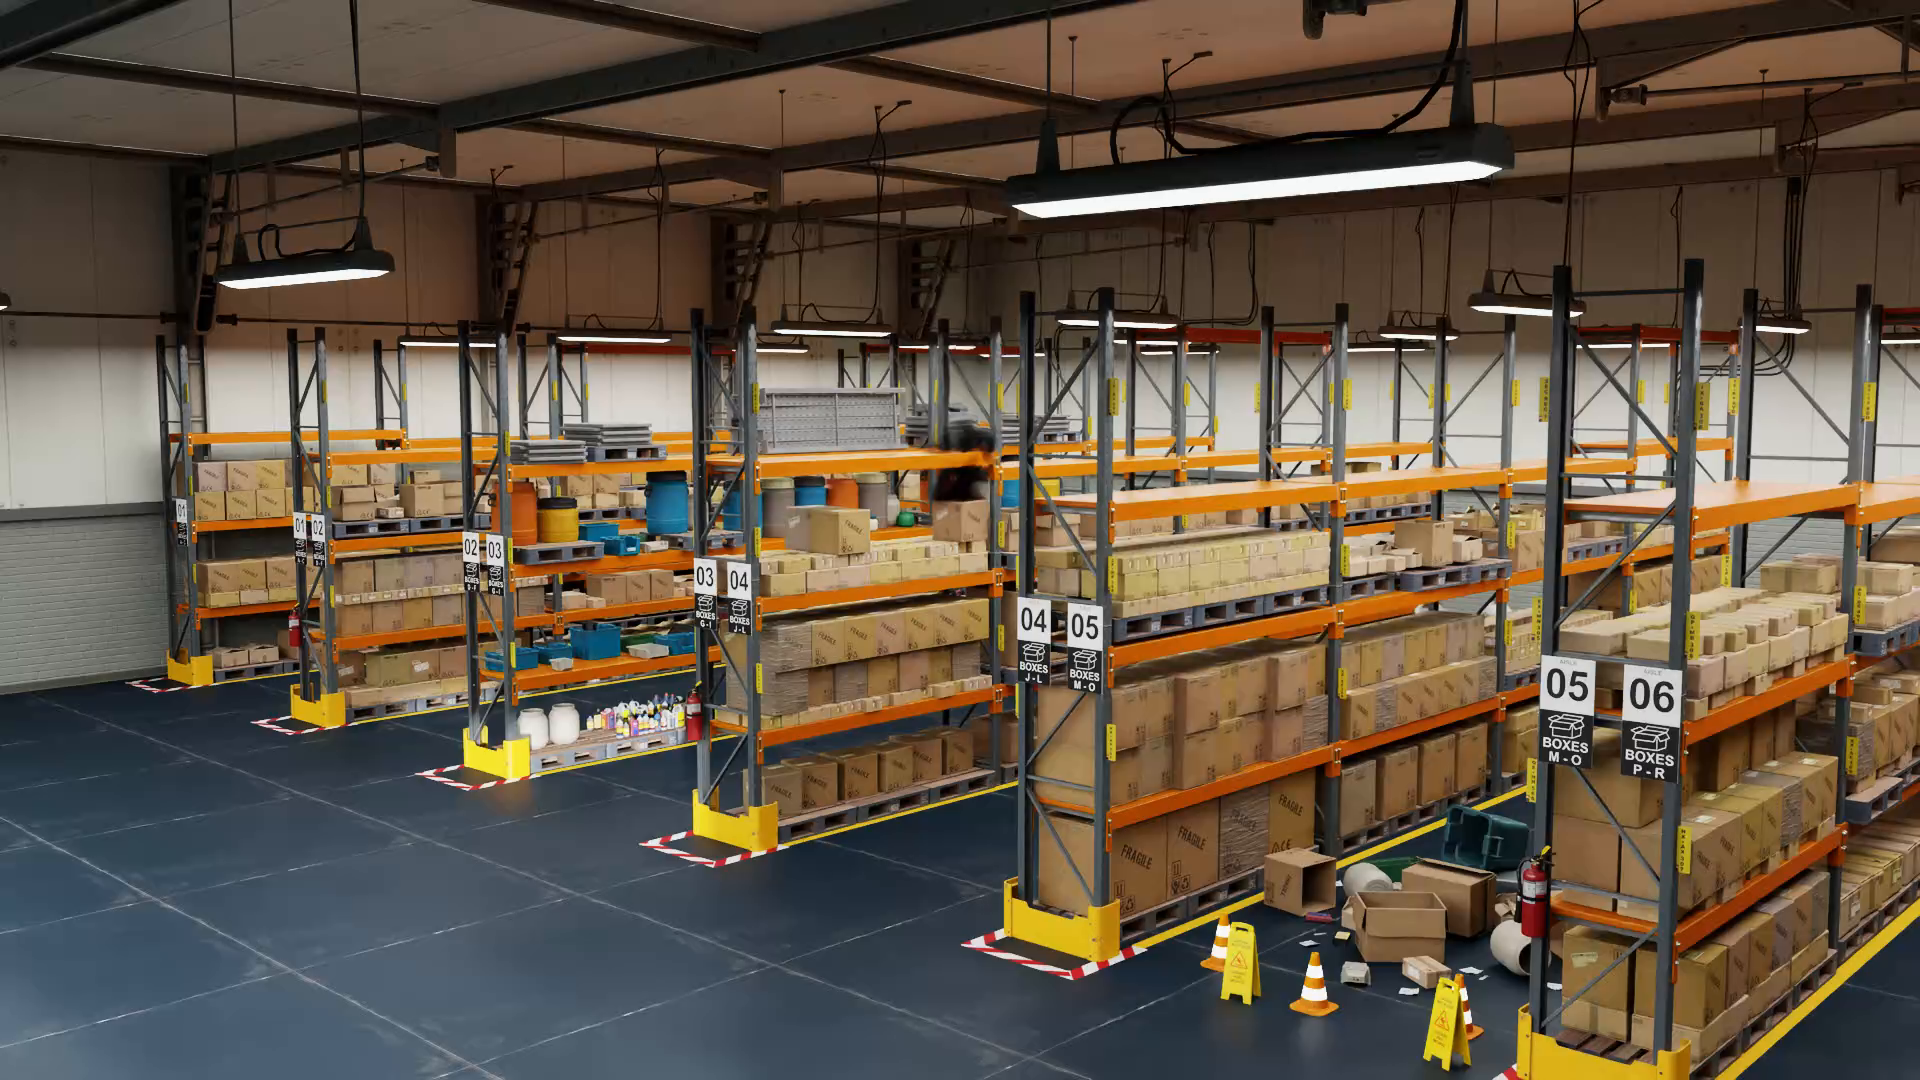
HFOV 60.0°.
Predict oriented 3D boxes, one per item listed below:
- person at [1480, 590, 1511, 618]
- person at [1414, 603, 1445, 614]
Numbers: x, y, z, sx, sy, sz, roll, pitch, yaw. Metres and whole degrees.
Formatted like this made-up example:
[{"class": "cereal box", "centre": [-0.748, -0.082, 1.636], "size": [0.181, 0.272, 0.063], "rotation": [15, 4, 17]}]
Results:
[{"class": "person", "centre": [9.240, 1.626, 28.801], "size": [0.595, 1.660, 0.588], "rotation": [3, 6, 30]}, {"class": "person", "centre": [7.732, 1.683, 27.530], "size": [0.666, 1.840, 0.810], "rotation": [4, 7, 36]}]
